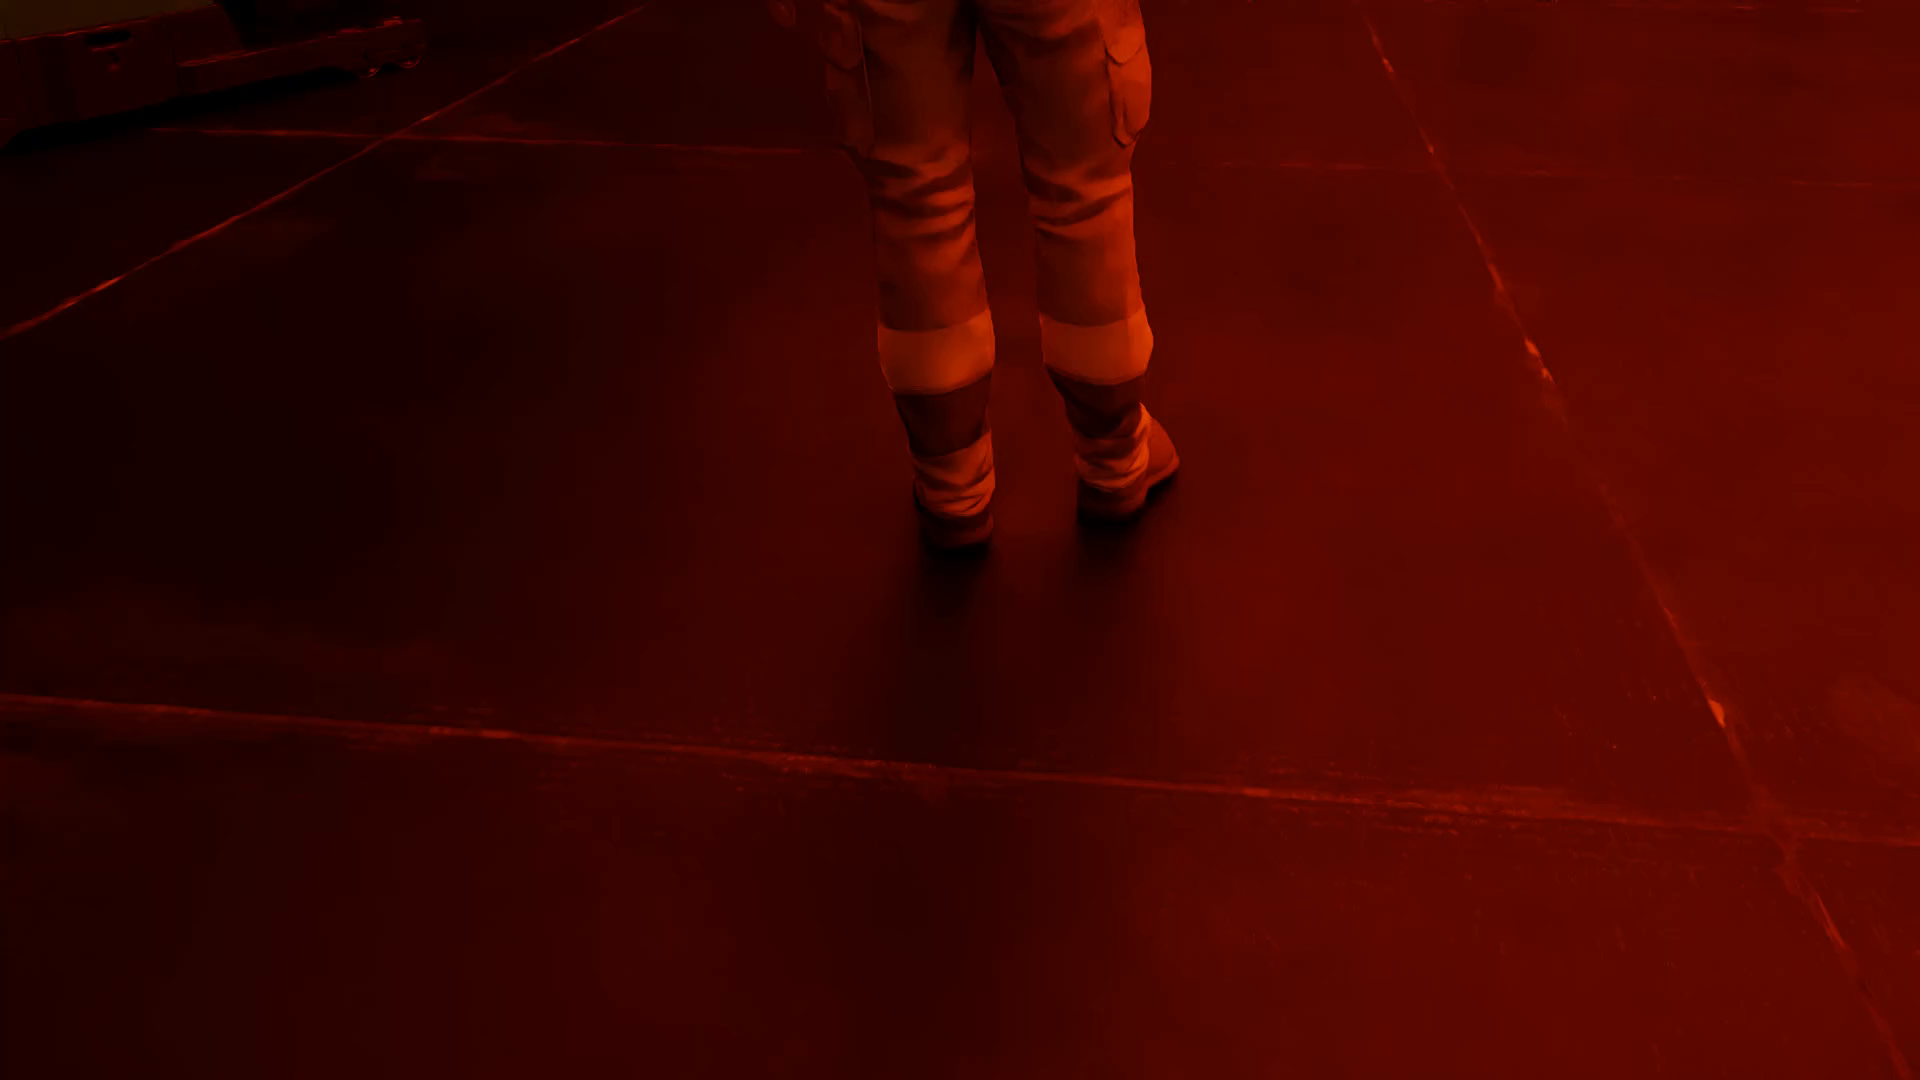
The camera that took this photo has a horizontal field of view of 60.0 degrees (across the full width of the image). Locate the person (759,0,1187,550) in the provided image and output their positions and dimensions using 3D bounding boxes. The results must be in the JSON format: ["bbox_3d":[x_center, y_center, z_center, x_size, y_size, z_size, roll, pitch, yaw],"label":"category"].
[{"bbox_3d":[0.021,-0.842,2.167,0.637,1.787,0.563,3,27,7],"label":"person"}]

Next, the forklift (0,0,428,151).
[{"bbox_3d":[-2.523,-2.957,5.144,1.130,2.935,3.031,13,29,24],"label":"forklift"}]
